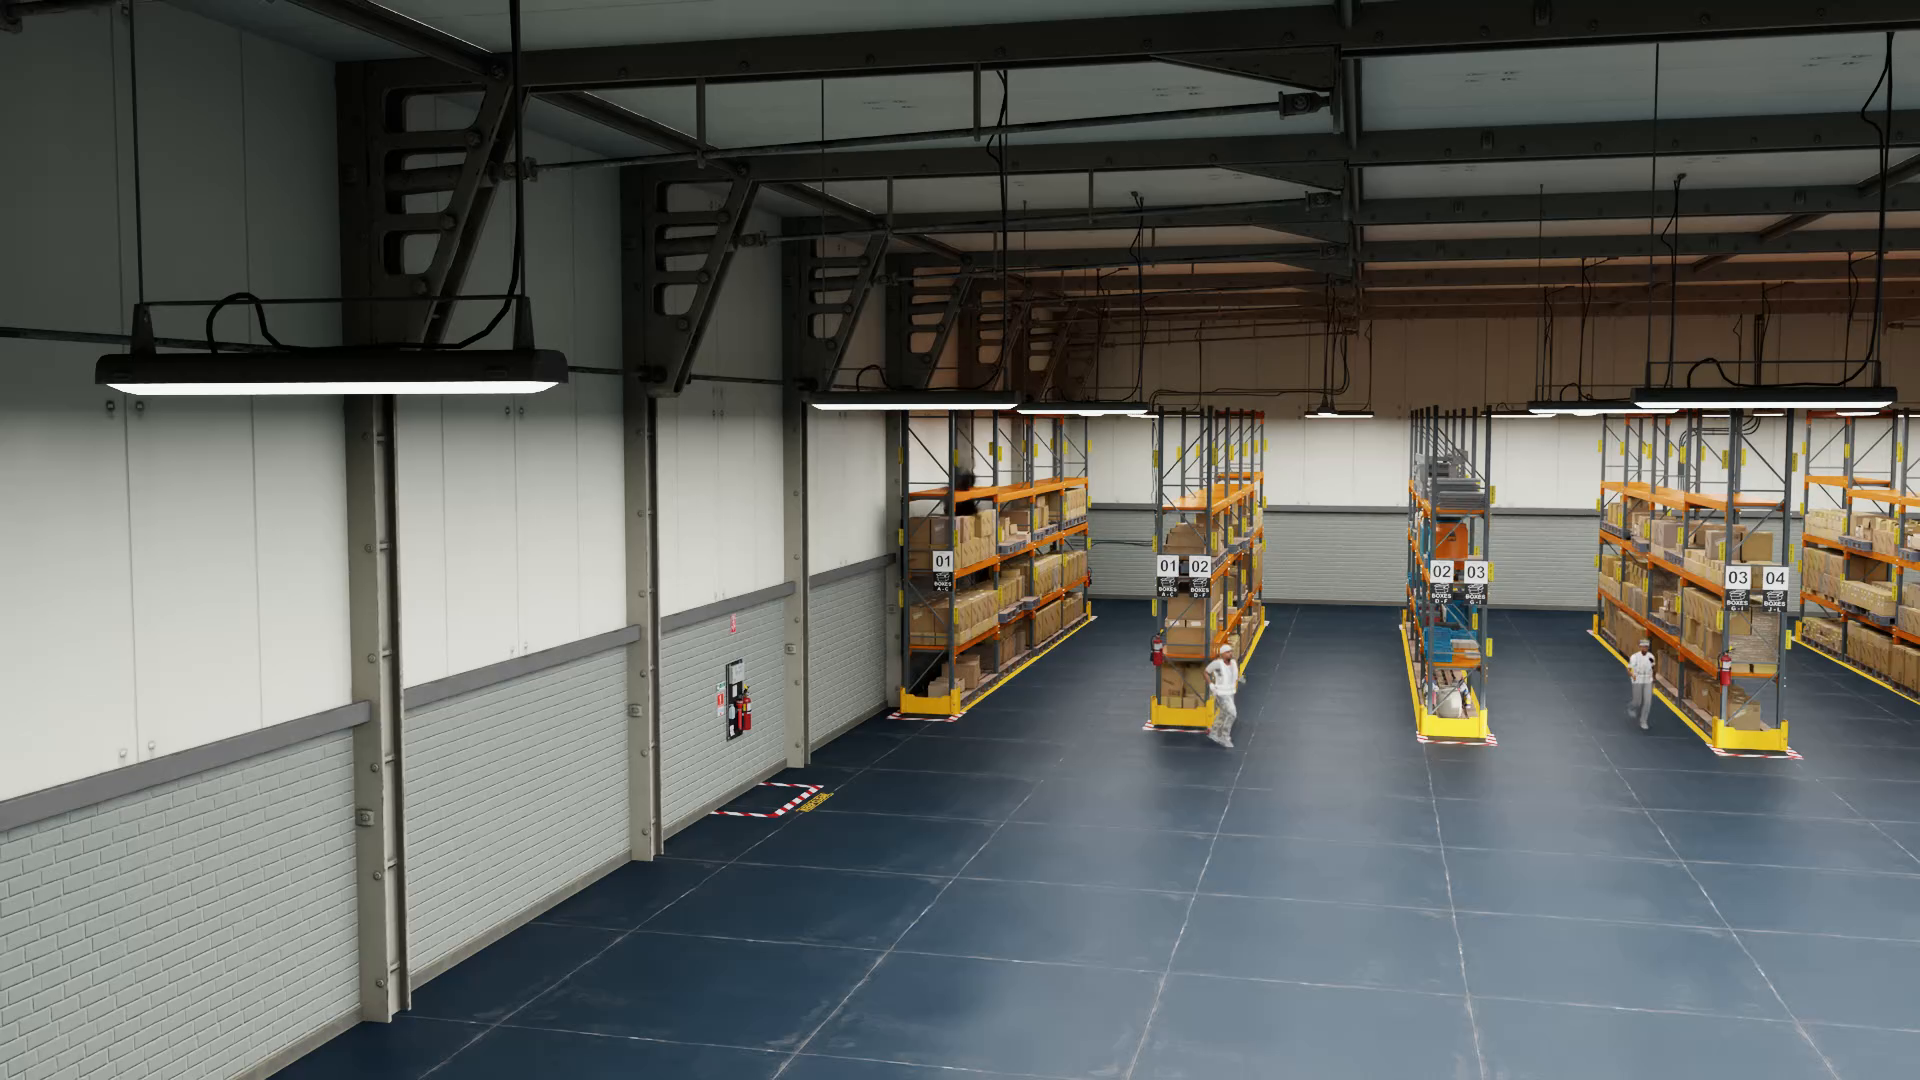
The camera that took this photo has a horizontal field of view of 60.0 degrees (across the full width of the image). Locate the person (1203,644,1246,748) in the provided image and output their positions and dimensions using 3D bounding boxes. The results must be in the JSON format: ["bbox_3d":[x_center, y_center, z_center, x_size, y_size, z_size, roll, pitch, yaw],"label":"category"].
[{"bbox_3d":[4.671,2.745,29.271,0.666,1.834,0.732,-4,6,-44],"label":"person"}]

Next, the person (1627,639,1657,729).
[{"bbox_3d":[12.777,2.664,31.176,0.565,1.664,0.768,0,4,6],"label":"person"}]

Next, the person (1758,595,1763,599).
[{"bbox_3d":[20.172,1.912,41.521,0.585,1.701,0.647,1,4,20],"label":"person"}]
